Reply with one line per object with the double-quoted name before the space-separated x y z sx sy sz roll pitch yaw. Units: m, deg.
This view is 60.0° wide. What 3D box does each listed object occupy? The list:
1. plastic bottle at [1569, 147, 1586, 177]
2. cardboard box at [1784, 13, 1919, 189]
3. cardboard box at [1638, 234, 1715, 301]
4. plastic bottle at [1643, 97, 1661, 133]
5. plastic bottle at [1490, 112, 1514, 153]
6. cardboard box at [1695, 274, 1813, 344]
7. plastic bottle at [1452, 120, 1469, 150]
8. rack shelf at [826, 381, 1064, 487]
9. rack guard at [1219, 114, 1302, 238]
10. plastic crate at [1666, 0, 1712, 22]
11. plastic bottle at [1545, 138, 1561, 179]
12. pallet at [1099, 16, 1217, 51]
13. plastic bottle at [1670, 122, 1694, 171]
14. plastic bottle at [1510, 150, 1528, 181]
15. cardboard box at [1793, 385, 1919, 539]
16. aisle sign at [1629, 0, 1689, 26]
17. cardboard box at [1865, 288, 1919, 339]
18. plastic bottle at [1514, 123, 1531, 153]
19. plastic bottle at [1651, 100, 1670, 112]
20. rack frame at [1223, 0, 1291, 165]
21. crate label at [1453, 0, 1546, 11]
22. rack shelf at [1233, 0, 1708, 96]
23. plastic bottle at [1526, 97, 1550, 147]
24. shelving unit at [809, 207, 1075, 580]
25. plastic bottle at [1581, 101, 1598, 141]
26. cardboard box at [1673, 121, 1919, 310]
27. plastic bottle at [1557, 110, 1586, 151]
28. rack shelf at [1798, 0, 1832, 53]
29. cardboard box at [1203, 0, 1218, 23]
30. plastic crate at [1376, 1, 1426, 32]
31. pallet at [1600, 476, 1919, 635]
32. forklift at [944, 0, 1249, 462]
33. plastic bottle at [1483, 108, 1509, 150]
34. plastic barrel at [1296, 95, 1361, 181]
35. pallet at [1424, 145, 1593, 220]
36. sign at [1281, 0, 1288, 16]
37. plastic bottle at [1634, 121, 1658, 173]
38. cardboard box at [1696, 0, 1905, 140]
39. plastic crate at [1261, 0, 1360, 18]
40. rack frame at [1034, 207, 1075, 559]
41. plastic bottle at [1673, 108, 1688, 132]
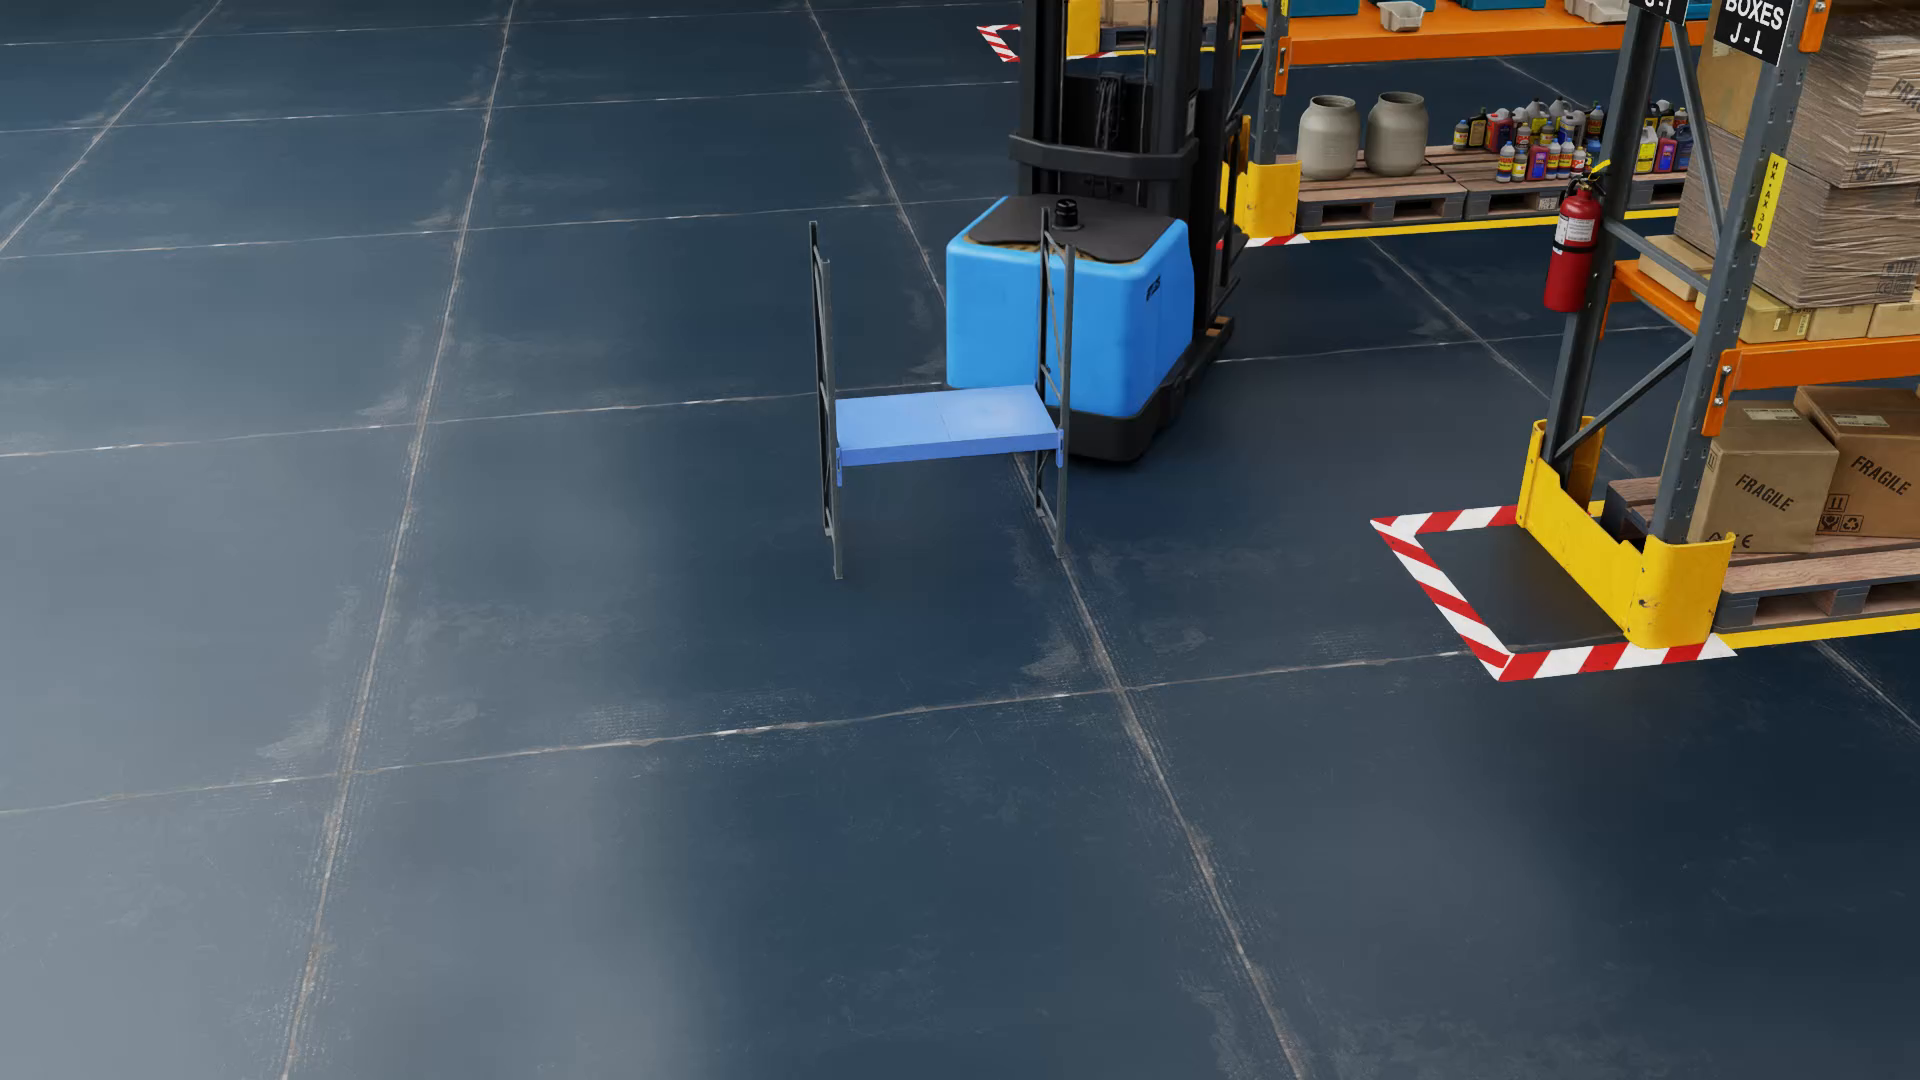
"plastic bottle" 4.313 -2.642 11.611 0.097 0.201 0.097 0 30 0
"cardboard box" 3.422 -1.646 6.212 0.500 0.500 0.500 -5 31 -9
"cardboard box" 3.075 -1.150 6.995 0.250 0.149 0.380 -5 31 -9
"plastic bottle" 5.032 -3.073 12.197 0.185 0.351 0.144 -5 31 -9
"plastic bottle" 3.940 -2.961 12.071 0.133 0.283 0.061 -5 31 -9
"cardboard box" 3.155 -0.929 6.618 0.250 0.149 0.380 -5 31 -9
"plastic bottle" 3.668 -2.969 12.166 0.097 0.201 0.097 0 30 0
"rack shelf" -0.084 -0.484 7.448 1.000 0.185 0.538 -5 31 -9
"rack guard" 2.006 -2.552 11.597 0.348 0.500 1.175 -5 31 -9
"plastic crate" 4.835 -3.664 11.168 0.616 0.251 0.499 -5 31 -9
"plastic bottle" 4.117 -2.654 11.562 0.097 0.271 0.097 0 30 0
"pallet" 1.796 -4.958 15.973 1.213 0.211 1.003 -5 31 -9
"plastic bottle" 5.104 -2.792 11.719 0.185 0.351 0.144 -7 31 -11
"plastic bottle" 3.881 -2.602 11.543 0.097 0.201 0.097 0 30 0
"cardboard box" 4.031 -0.354 7.444 0.500 0.500 0.500 2 31 4
"aisle sign" 2.717 -2.394 6.298 0.004 0.787 0.394 -5 31 -9
"cardboard box" 3.653 -0.957 6.666 0.250 0.149 0.380 -5 31 -9
"plastic bottle" 4.098 -2.930 12.101 0.097 0.201 0.097 0 30 0
"plastic bottle" 5.169 -3.126 12.361 0.135 0.276 0.152 -4 31 -7
"rack frame" 1.940 -3.599 10.912 0.127 3.000 1.000 -5 31 -9
"crate label" 3.702 -3.917 11.418 0.616 0.435 0.502 -5 31 -9
"rack shelf" 3.907 -3.472 11.405 4.000 0.370 1.077 -5 31 -9
"plastic bottle" 4.219 -3.072 12.195 0.185 0.351 0.144 -4 31 -7
"shelving unit" -0.084 -0.639 7.357 1.048 1.500 0.538 -5 31 -9
"plastic bottle" 4.650 -3.105 12.317 0.133 0.283 0.061 -4 31 -7
"cardboard box" 3.378 -1.338 6.673 0.500 0.500 0.875 -5 31 -9
"plastic bottle" 4.453 -2.986 12.121 0.135 0.276 0.152 -5 31 -9
"rack shelf" 4.799 -2.295 6.445 4.000 0.370 1.077 -5 31 -9
"cardboard box" 2.110 -5.050 15.678 0.500 0.250 0.500 -5 31 -9
"plastic crate" 2.878 -3.407 10.845 0.250 0.136 0.298 -5 31 -9
"pallet" 3.712 0.009 7.527 1.213 0.211 1.003 -5 31 -9
"forklift" 0.953 -2.383 8.911 1.130 2.935 3.031 12 33 19
"plastic bottle" 3.920 -3.010 12.163 0.135 0.276 0.152 -5 31 -9
"plastic barrel" 2.574 -2.806 11.603 0.421 0.512 0.421 0 30 0
"pallet" 4.004 -2.609 11.978 1.213 0.211 1.003 -5 31 -9
"sign" 2.035 -3.444 10.374 0.005 0.325 0.100 -5 31 -9
"plastic bottle" 4.787 -2.763 11.668 0.185 0.351 0.144 -5 31 -9
"cardboard box" 3.329 -1.906 6.653 0.500 0.500 0.500 -5 31 -9
"plastic crate" 2.378 -3.730 11.281 0.616 0.251 0.499 -5 31 -9
"rack frame" 0.416 -0.685 7.436 0.032 1.500 0.500 -5 31 -9
"plastic bottle" 5.382 -3.128 12.437 0.097 0.201 0.097 0 30 0
